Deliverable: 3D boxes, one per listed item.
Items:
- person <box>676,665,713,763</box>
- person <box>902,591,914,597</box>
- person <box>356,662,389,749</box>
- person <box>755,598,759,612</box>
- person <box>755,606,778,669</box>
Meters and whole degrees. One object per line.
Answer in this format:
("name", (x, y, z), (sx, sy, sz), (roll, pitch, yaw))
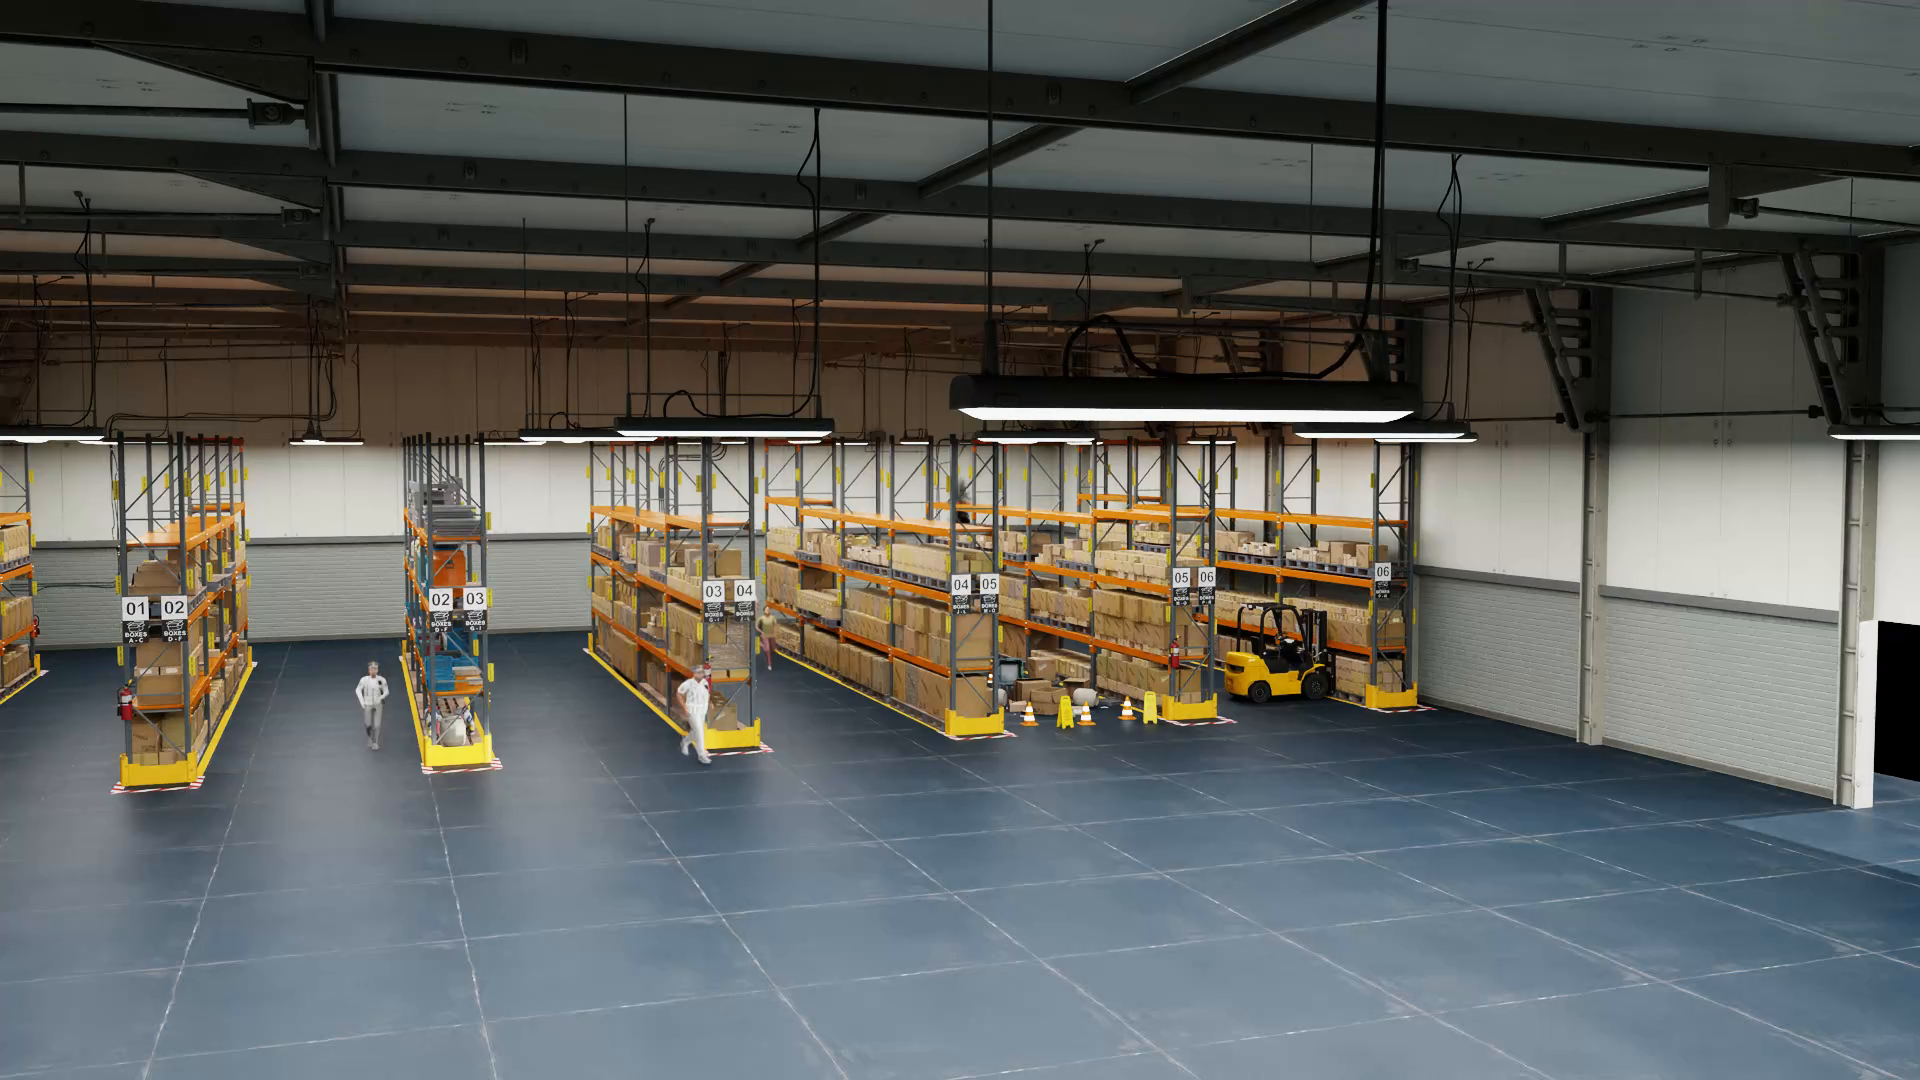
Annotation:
("person", (-4.867, 3.158, 30.487), (0.937, 1.781, 0.637), (2, 4, 36))
("person", (-1.558, 2.091, 51.195), (0.787, 1.683, 0.634), (-1, 3, -14))
("person", (-11.131, 3.144, 31.517), (0.596, 1.670, 0.509), (-1, 3, -20))
("person", (-6.303, 2.197, 48.764), (0.674, 1.649, 0.924), (2, 4, 32))
("person", (-5.026, 2.525, 43.297), (0.600, 1.630, 0.678), (-1, 3, -24))
